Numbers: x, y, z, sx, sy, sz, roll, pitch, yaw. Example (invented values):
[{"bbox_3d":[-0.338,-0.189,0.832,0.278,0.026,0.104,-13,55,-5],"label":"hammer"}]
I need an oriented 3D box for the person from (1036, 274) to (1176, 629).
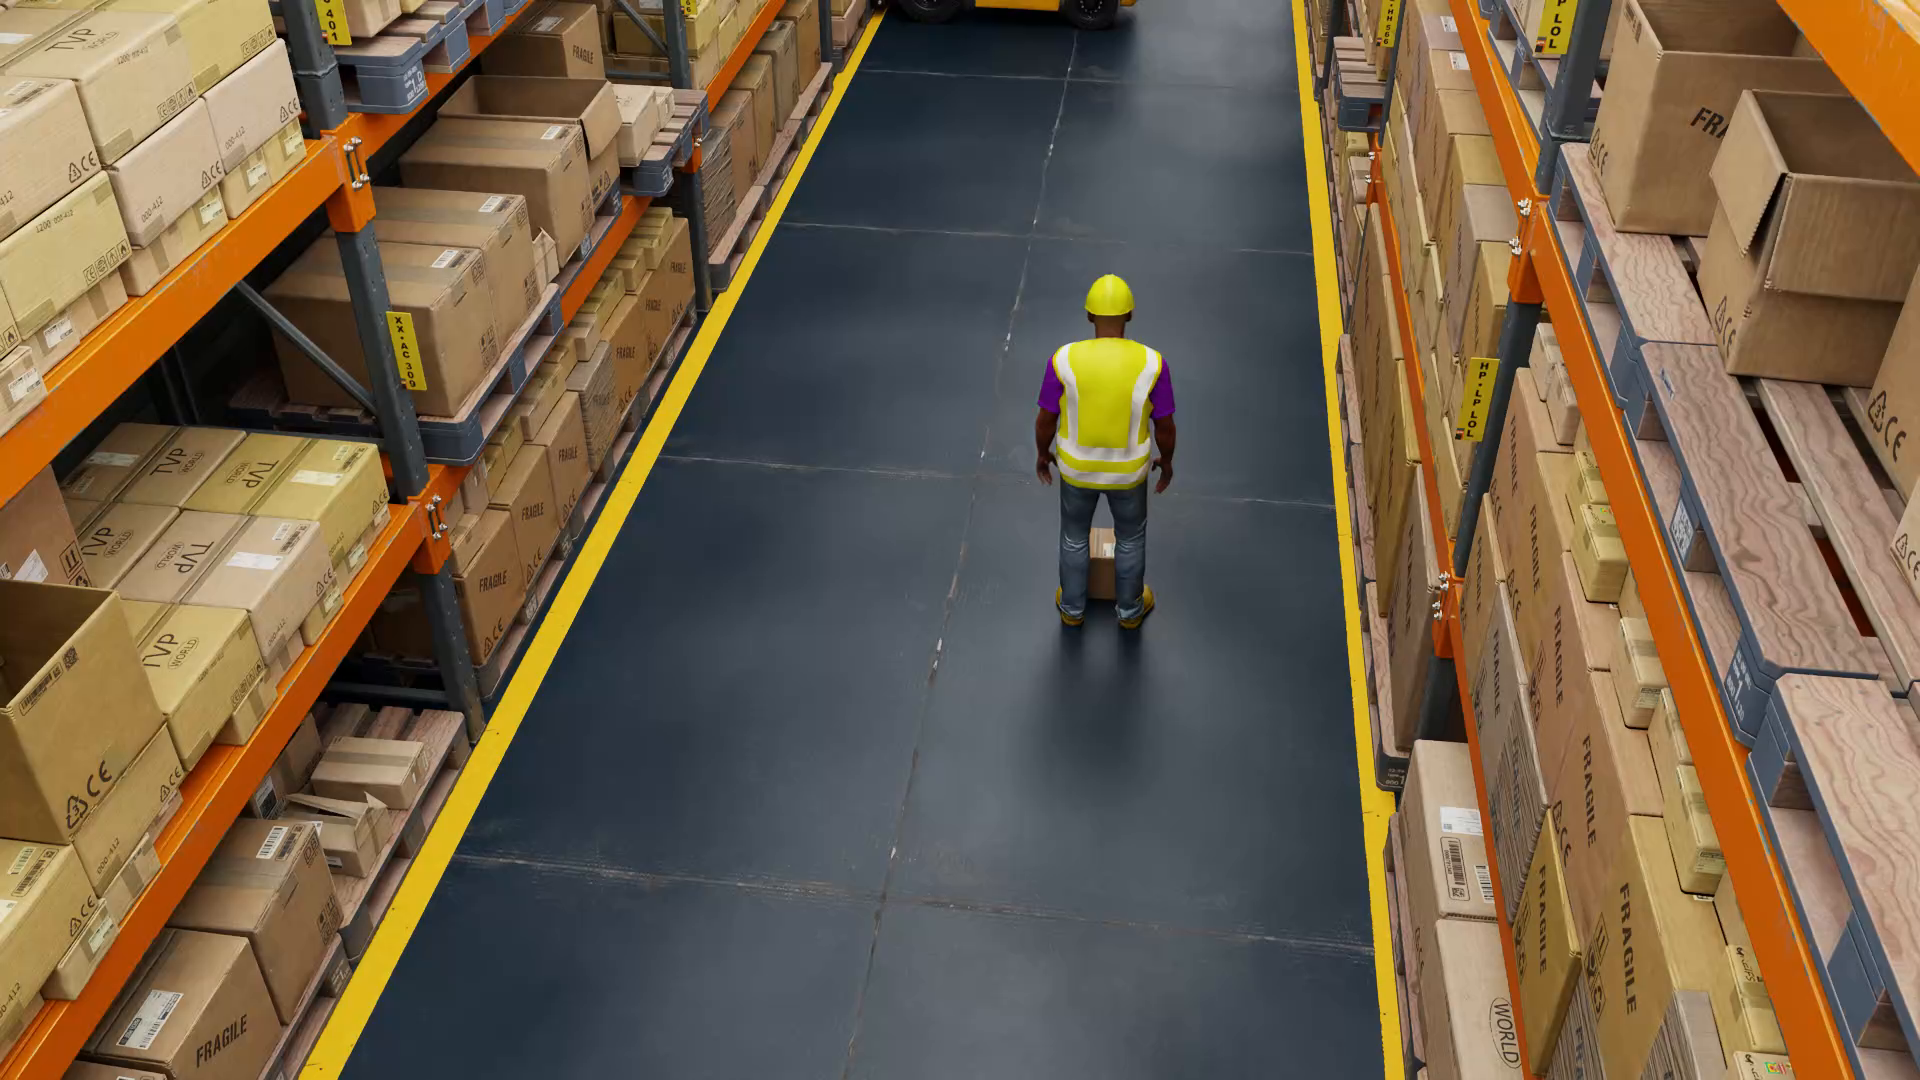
[{"bbox_3d":[0.654,-0.365,7.529,0.626,1.761,0.458,4,36,6],"label":"person"}]
